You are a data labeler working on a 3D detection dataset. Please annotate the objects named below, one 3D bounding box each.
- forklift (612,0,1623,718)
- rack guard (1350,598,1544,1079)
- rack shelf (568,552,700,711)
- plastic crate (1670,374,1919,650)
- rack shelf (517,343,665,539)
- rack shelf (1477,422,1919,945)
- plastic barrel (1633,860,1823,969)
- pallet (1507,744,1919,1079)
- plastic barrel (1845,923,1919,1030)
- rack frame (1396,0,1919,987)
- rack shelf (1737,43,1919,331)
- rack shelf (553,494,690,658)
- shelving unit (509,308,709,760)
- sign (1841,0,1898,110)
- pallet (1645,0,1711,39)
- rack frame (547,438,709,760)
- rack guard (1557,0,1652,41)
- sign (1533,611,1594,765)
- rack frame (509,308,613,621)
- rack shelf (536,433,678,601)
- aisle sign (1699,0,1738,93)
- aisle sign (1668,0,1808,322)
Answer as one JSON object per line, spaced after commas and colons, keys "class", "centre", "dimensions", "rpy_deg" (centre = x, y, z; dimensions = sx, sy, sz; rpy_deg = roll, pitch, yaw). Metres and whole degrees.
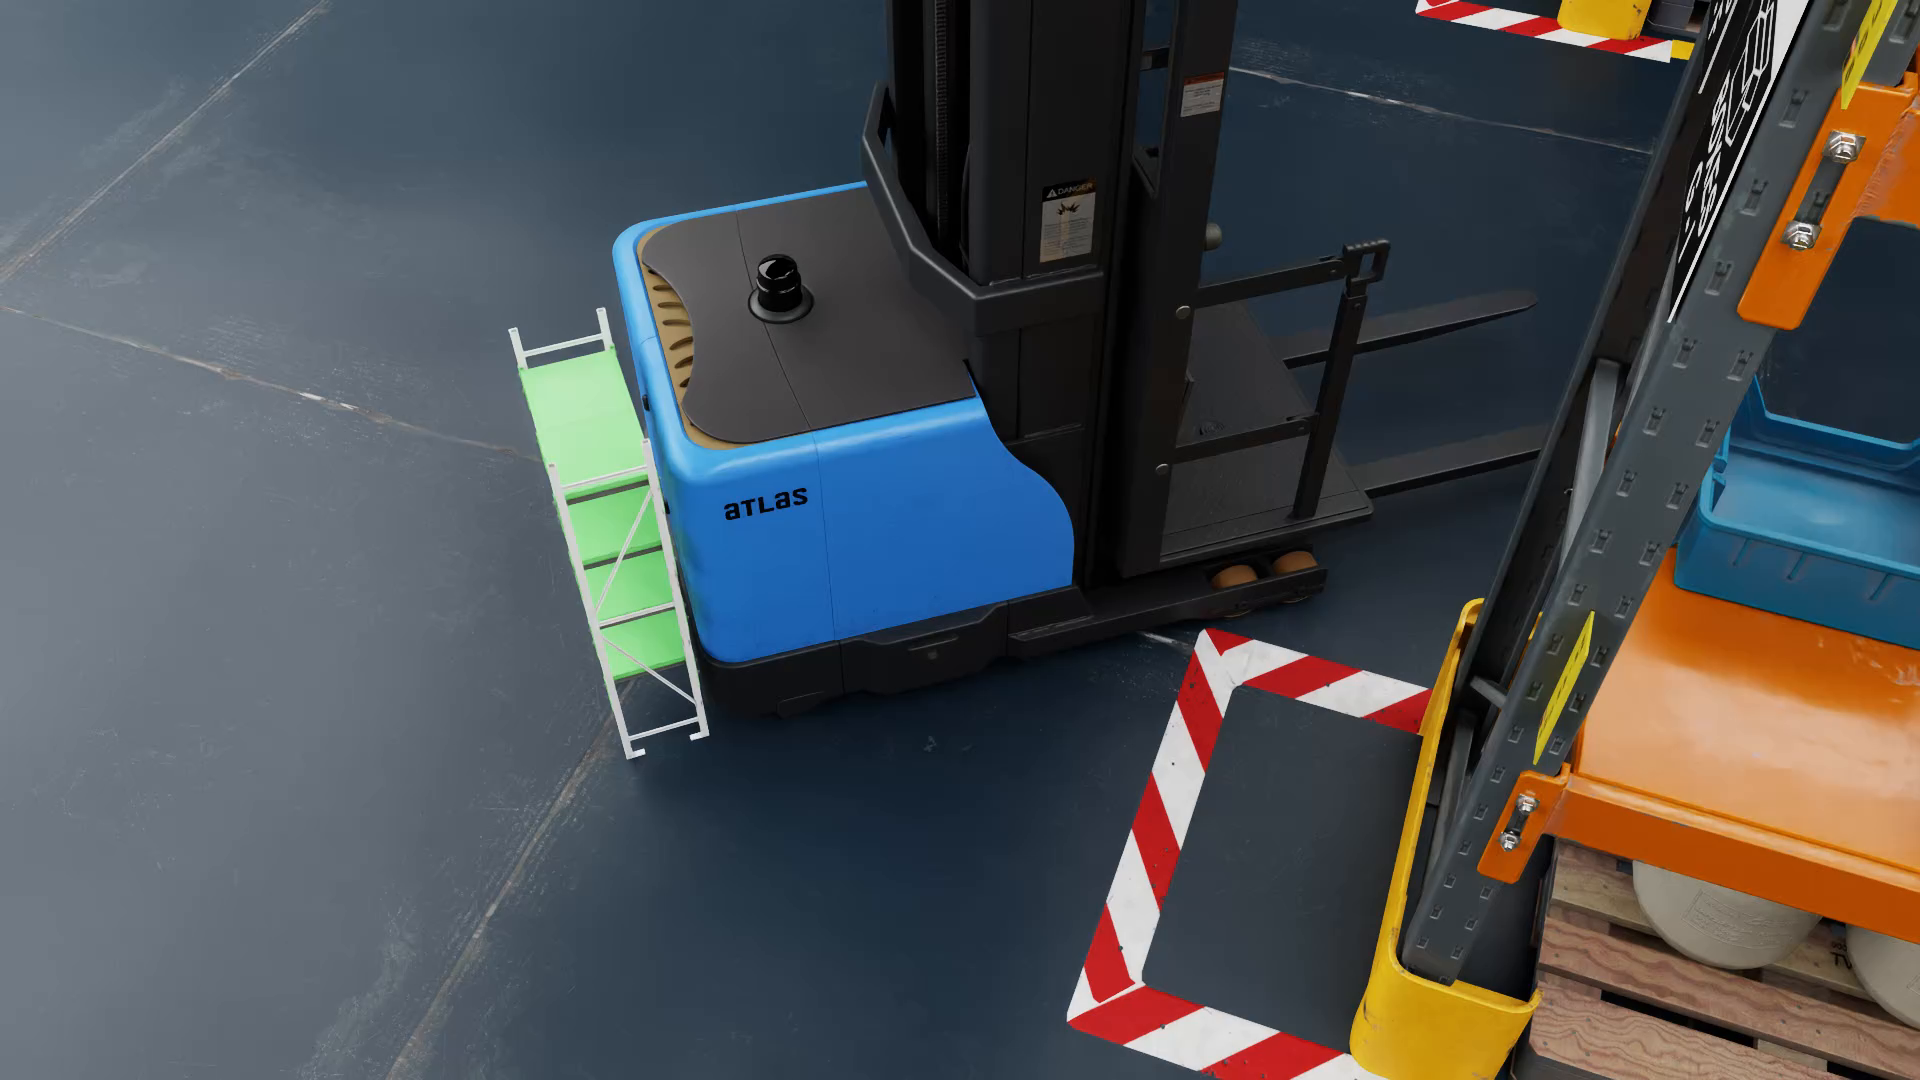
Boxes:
{"class": "forklift", "centre": [0.603, -1.097, 4.262], "dimensions": [3.031, 2.935, 1.130], "rpy_deg": [-13, 50, -11]}
{"class": "rack guard", "centre": [1.318, 0.765, 4.256], "dimensions": [0.348, 0.500, 1.175], "rpy_deg": [16, 51, 13]}
{"class": "rack shelf", "centre": [-0.917, 0.219, 4.669], "dimensions": [0.258, 0.148, 0.480], "rpy_deg": [-15, 51, -13]}
{"class": "plastic crate", "centre": [1.804, -0.072, 3.426], "dimensions": [0.616, 0.251, 0.499], "rpy_deg": [16, 51, 13]}
{"class": "rack shelf", "centre": [-0.917, -0.253, 4.125], "dimensions": [0.258, 0.148, 0.480], "rpy_deg": [-15, 51, -13]}
{"class": "rack shelf", "centre": [3.107, 0.719, 3.118], "dimensions": [4.000, 0.370, 1.077], "rpy_deg": [16, 51, 13]}
{"class": "plastic barrel", "centre": [1.875, 0.756, 3.979], "dimensions": [0.421, 0.512, 0.421], "rpy_deg": [0, 49, 0]}
{"class": "pallet", "centre": [2.079, 1.076, 4.177], "dimensions": [1.213, 0.211, 1.003], "rpy_deg": [16, 51, 13]}
{"class": "plastic barrel", "centre": [2.345, 0.887, 3.865], "dimensions": [0.421, 0.512, 0.421], "rpy_deg": [0, 49, 0]}
{"class": "rack frame", "centre": [1.231, -0.040, 3.300], "dimensions": [0.127, 3.000, 1.000], "rpy_deg": [16, 51, 13]}
{"class": "rack shelf", "centre": [3.107, -0.263, 1.984], "dimensions": [4.000, 0.370, 1.077], "rpy_deg": [16, 51, 13]}
{"class": "rack shelf", "centre": [-0.917, 0.061, 4.487], "dimensions": [0.258, 0.148, 0.480], "rpy_deg": [-15, 51, -13]}
{"class": "shelving unit", "centre": [-0.917, 0.020, 4.439], "dimensions": [0.258, 1.200, 0.503], "rpy_deg": [-15, 51, -13]}
{"class": "sign", "centre": [1.036, -0.636, 1.826], "dimensions": [0.005, 0.325, 0.100], "rpy_deg": [16, 51, 13]}
{"class": "pallet", "centre": [3.683, -2.466, 7.248], "dimensions": [1.213, 0.211, 1.003], "rpy_deg": [16, 51, 13]}
{"class": "rack frame", "centre": [-0.833, 0.193, 4.289], "dimensions": [0.240, 1.200, 0.015], "rpy_deg": [-15, 51, -13]}
{"class": "rack guard", "centre": [2.928, -2.738, 7.292], "dimensions": [0.348, 0.500, 1.175], "rpy_deg": [16, 51, 13]}
{"class": "sign", "centre": [1.036, 0.258, 2.858], "dimensions": [0.005, 0.325, 0.100], "rpy_deg": [16, 51, 13]}
{"class": "rack frame", "centre": [-1.001, -0.153, 4.589], "dimensions": [0.240, 1.200, 0.015], "rpy_deg": [-15, 51, -13]}
{"class": "rack shelf", "centre": [-0.917, -0.096, 4.306], "dimensions": [0.258, 0.148, 0.480], "rpy_deg": [-15, 51, -13]}
{"class": "aisle sign", "centre": [1.266, -1.121, 2.516], "dimensions": [0.004, 0.787, 0.394], "rpy_deg": [16, 51, 13]}
{"class": "aisle sign", "centre": [1.062, -0.703, 2.154], "dimensions": [0.004, 0.787, 0.394], "rpy_deg": [16, 51, 13]}
